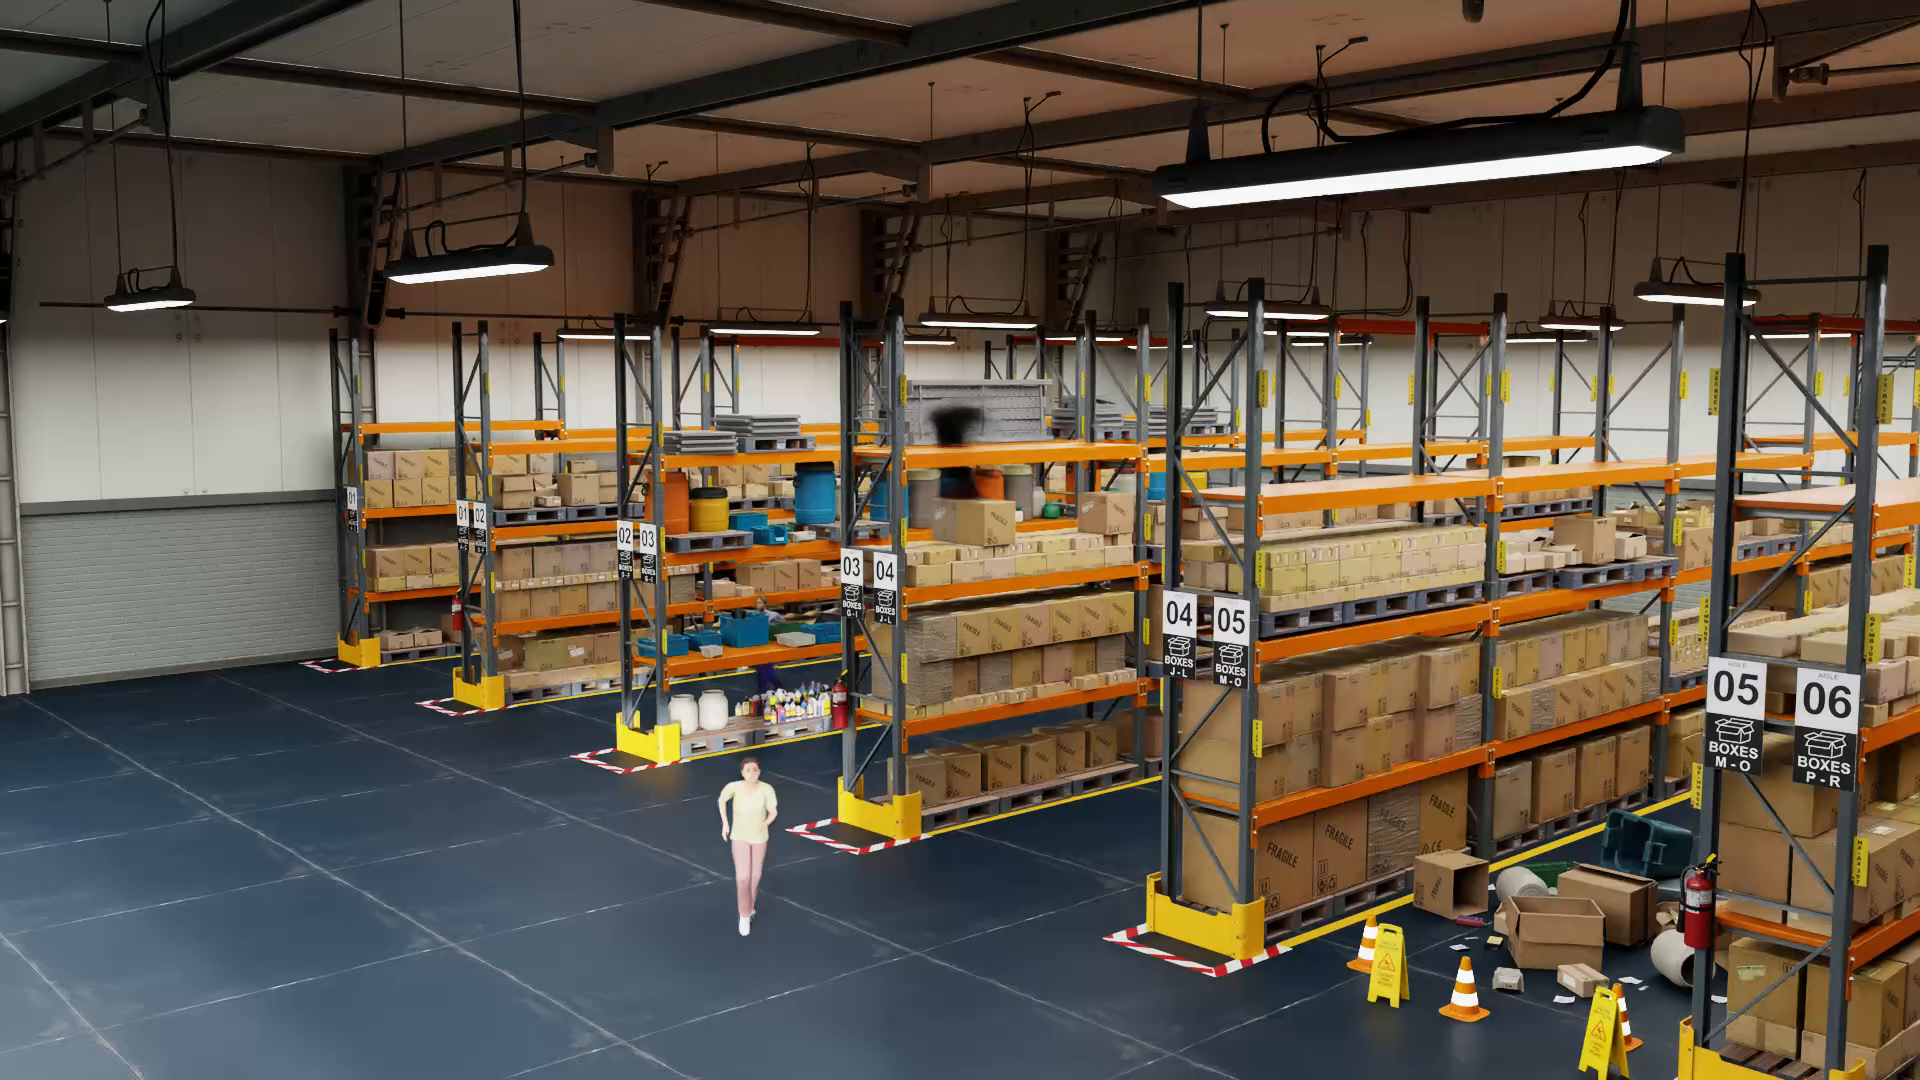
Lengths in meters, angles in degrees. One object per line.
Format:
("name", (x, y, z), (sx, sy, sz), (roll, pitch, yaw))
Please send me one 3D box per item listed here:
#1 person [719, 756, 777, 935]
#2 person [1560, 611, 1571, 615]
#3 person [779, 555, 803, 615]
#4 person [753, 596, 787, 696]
("person", (-1.974, 2.820, 15.550), (0.518, 1.670, 0.794), (-2, 6, -17))
("person", (8.951, 1.891, 24.747), (0.536, 1.688, 0.703), (5, 7, 38))
("person", (-3.399, 1.054, 33.253), (0.700, 1.665, 0.815), (4, 7, 33))
("person", (-3.118, 1.731, 26.492), (0.558, 1.707, 0.812), (5, 7, 40))
